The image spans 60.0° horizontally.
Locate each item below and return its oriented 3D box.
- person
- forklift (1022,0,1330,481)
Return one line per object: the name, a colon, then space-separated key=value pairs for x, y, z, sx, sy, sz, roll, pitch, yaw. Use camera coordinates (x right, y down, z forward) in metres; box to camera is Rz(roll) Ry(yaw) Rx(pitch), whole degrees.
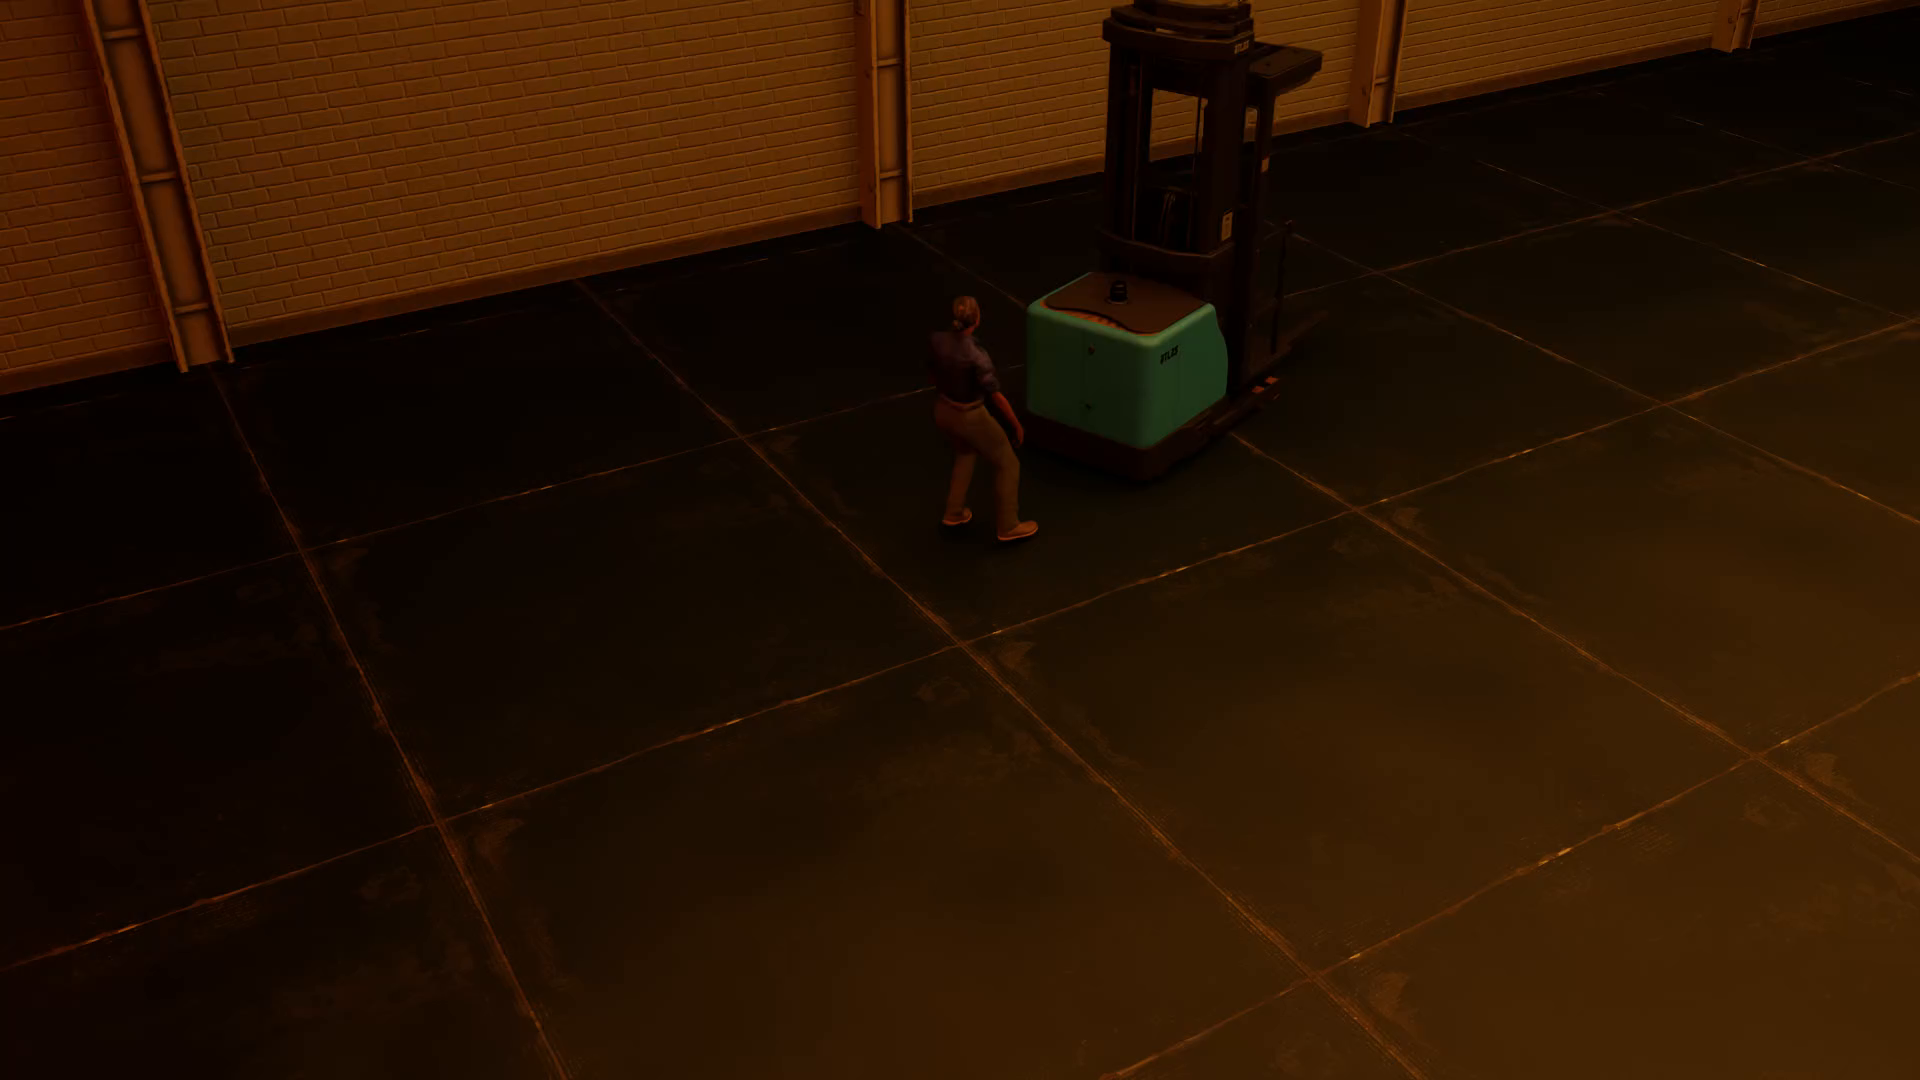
person: x=0.117 y=-0.766 z=10.158 sx=0.655 sy=1.604 sz=0.479 roll=26 pitch=40 yaw=36
forklift: x=1.722 y=-2.346 z=11.564 sx=1.130 sy=2.935 sz=3.031 roll=21 pitch=37 yaw=31
